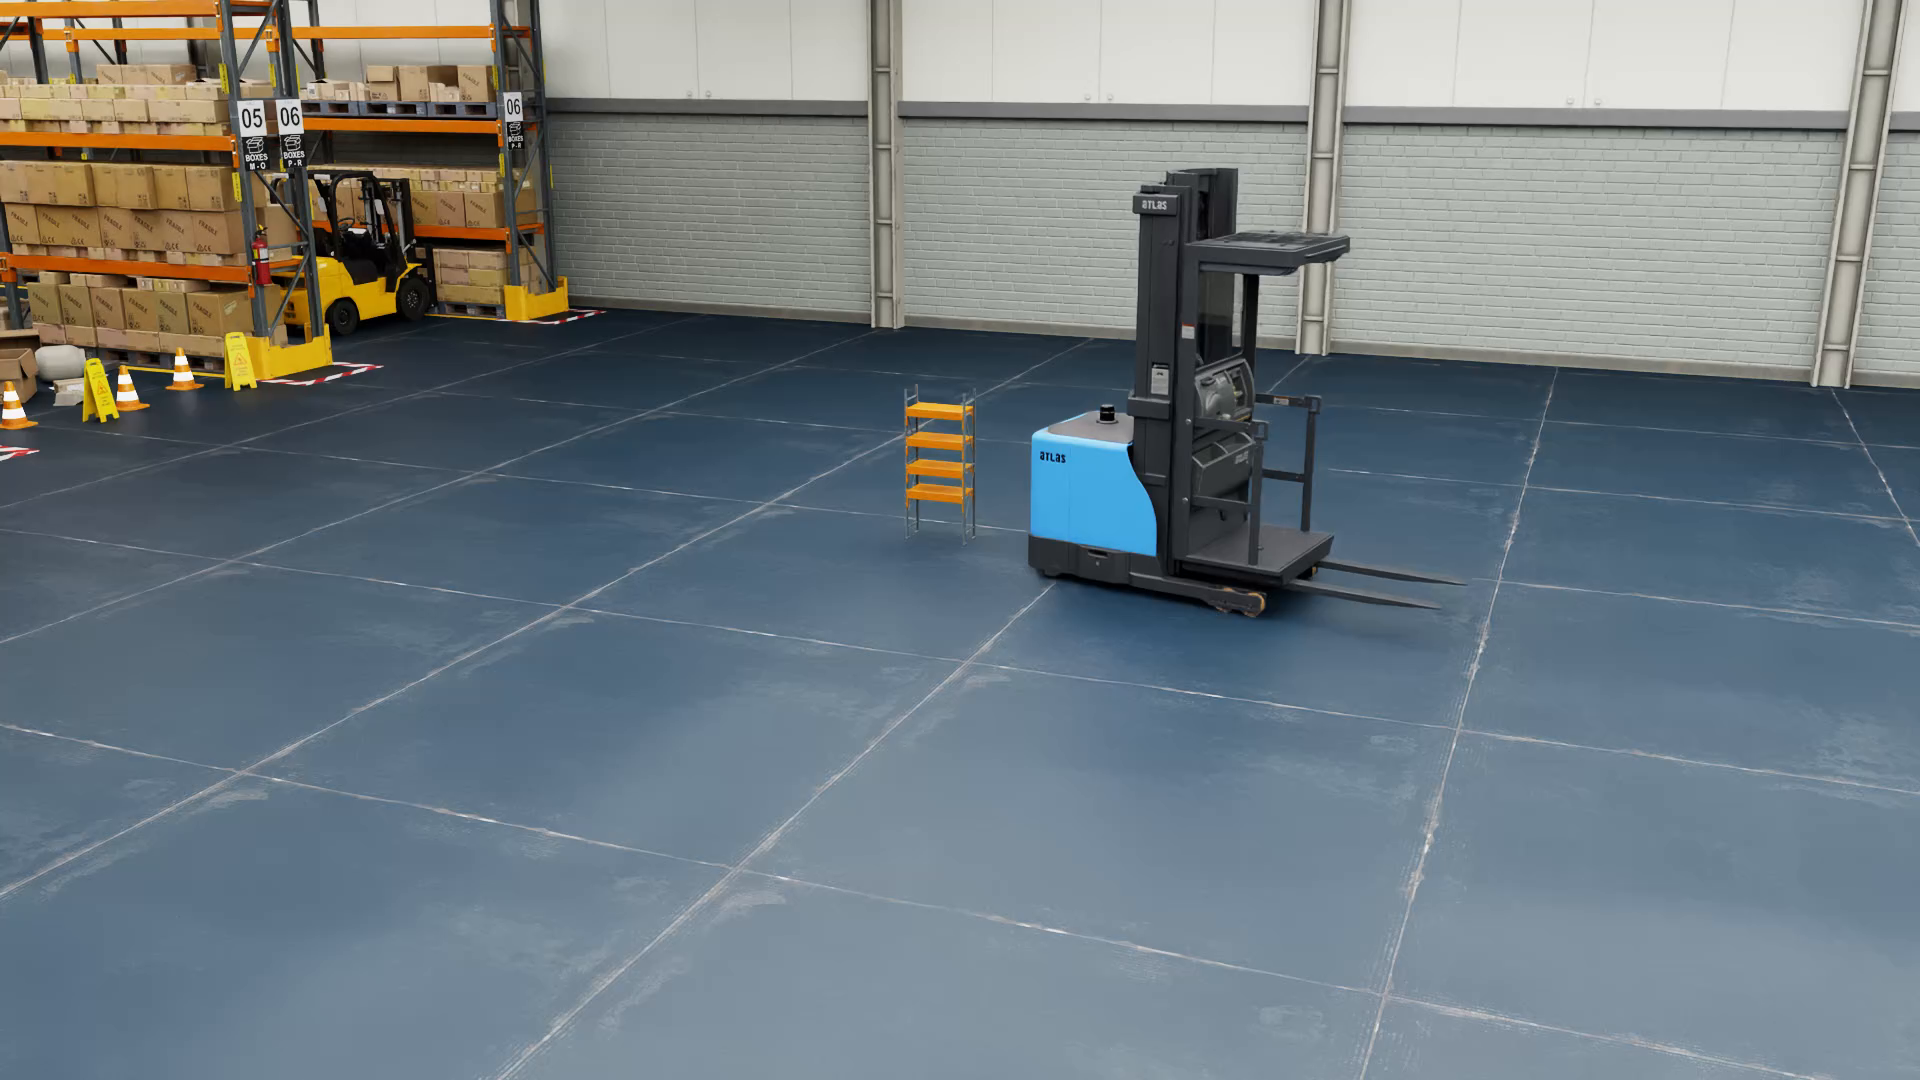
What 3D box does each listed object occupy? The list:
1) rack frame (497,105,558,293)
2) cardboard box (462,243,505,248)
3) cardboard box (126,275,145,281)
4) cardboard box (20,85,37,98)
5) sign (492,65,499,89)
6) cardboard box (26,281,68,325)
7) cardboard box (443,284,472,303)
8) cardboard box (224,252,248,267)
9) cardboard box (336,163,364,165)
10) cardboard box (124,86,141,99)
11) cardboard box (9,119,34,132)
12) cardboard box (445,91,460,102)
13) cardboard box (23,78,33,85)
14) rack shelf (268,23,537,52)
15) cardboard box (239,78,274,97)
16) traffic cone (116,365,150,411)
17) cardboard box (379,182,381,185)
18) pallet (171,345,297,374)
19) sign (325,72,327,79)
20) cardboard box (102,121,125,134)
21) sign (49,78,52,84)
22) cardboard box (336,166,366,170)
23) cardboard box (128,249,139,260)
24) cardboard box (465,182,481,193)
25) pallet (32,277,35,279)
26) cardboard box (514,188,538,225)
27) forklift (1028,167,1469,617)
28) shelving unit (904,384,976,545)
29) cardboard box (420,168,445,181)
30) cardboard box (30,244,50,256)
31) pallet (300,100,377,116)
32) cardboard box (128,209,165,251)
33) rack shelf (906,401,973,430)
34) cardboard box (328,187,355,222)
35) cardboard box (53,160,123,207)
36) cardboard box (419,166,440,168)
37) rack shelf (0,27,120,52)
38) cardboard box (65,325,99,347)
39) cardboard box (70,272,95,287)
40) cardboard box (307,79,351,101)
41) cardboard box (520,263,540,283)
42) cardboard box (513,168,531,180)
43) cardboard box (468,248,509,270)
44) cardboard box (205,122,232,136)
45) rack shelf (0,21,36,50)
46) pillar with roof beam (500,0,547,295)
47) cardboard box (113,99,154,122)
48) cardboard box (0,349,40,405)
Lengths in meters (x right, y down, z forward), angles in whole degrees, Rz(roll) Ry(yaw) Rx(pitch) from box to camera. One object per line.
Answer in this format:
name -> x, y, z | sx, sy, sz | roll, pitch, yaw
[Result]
rack frame -> -6.285, -4.785, 24.277 | 0.127, 3.000, 1.000 | 6, 17, 21
cardboard box -> -7.128, -4.295, 24.974 | 0.500, 0.250, 0.500 | 6, 17, 21
cardboard box -> -10.701, -3.106, 21.325 | 0.500, 0.500, 0.500 | 7, 17, 22
cardboard box -> -11.155, -5.444, 20.187 | 0.250, 0.149, 0.380 | 6, 17, 19
sign -> -6.497, -6.474, 23.267 | 0.005, 0.325, 0.100 | 6, 17, 21
cardboard box -> -11.374, -3.018, 21.022 | 0.500, 0.500, 0.500 | 7, 18, 23
cardboard box -> -7.297, -3.686, 24.669 | 0.500, 0.250, 0.500 | 6, 17, 21
cardboard box -> -8.529, -3.360, 19.817 | 0.250, 0.149, 0.380 | 7, 18, 22
cardboard box -> -9.379, -5.706, 25.573 | 0.250, 0.149, 0.380 | 6, 17, 19
cardboard box -> -9.671, -5.316, 19.745 | 0.250, 0.149, 0.380 | 6, 17, 19
cardboard box -> -11.401, -5.089, 20.394 | 0.250, 0.149, 0.380 | 6, 17, 21
cardboard box -> -7.167, -6.361, 23.842 | 0.250, 0.149, 0.380 | 6, 17, 19
cardboard box -> -14.848, -7.370, 26.822 | 0.250, 0.149, 0.380 | 6, 17, 20
rack shelf -> -8.145, -7.334, 24.302 | 4.000, 0.370, 1.077 | 6, 17, 21
cardboard box -> -10.768, -6.853, 25.246 | 0.500, 0.311, 0.500 | 6, 17, 19
traffic cone -> -9.067, -1.666, 18.083 | 0.334, 0.463, 0.336 | 6, 17, 21
cardboard box -> -8.625, -5.315, 24.758 | 0.250, 0.149, 0.380 | 6, 17, 19
pallet -> -8.916, -2.259, 20.575 | 1.213, 0.211, 1.003 | 6, 17, 21
sign -> -9.803, -7.066, 25.682 | 0.005, 0.325, 0.100 | 6, 17, 21
cardboard box -> -9.982, -4.927, 19.836 | 0.250, 0.149, 0.380 | 6, 17, 20
sign -> -11.631, -5.737, 21.248 | 0.005, 0.325, 0.100 | 6, 17, 21
cardboard box -> -9.099, -5.507, 24.888 | 0.250, 0.149, 0.380 | 7, 17, 22
cardboard box -> -9.944, -3.521, 20.373 | 0.250, 0.149, 0.380 | 6, 17, 21
cardboard box -> -6.959, -5.126, 24.108 | 0.250, 0.149, 0.380 | 7, 17, 22
pallet -> -16.677, -4.600, 28.642 | 1.213, 0.211, 1.003 | 6, 17, 21
cardboard box -> -6.643, -4.956, 24.686 | 0.500, 0.500, 0.500 | 7, 18, 22
forklift -> 2.026, -1.050, 11.534 | 3.031, 2.935, 1.130 | 10, 19, 31
shelving unit -> -0.154, -0.593, 13.065 | 0.503, 1.200, 0.258 | 6, 17, 21
cardboard box -> -7.677, -5.349, 24.343 | 0.250, 0.149, 0.380 | 7, 18, 22
cardboard box -> -11.394, -3.658, 20.846 | 0.250, 0.149, 0.380 | 7, 18, 22
pallet -> -9.203, -6.512, 25.003 | 1.213, 0.211, 1.003 | 6, 17, 21
cardboard box -> -9.637, -3.777, 20.091 | 0.500, 0.500, 0.500 | 6, 17, 20
rack shelf -> -0.154, -0.971, 12.955 | 0.480, 0.148, 0.258 | 6, 17, 21
cardboard box -> -9.198, -5.081, 25.114 | 0.500, 0.500, 0.500 | 7, 17, 22
cardboard box -> -10.569, -4.360, 20.307 | 0.500, 0.500, 0.700 | 6, 17, 19
cardboard box -> -7.947, -5.543, 25.011 | 0.250, 0.149, 0.380 | 6, 17, 21
rack shelf -> -15.587, -8.152, 27.121 | 4.000, 0.370, 1.077 | 6, 17, 21
cardboard box -> -10.873, -2.606, 20.949 | 0.500, 0.250, 0.500 | 7, 18, 24
cardboard box -> -10.801, -3.249, 20.655 | 0.250, 0.149, 0.380 | 7, 18, 23
cardboard box -> -9.321, -6.694, 24.698 | 0.500, 0.311, 0.500 | 7, 17, 22
cardboard box -> -6.646, -4.009, 24.884 | 0.500, 0.250, 0.500 | 7, 17, 22
cardboard box -> -6.519, -5.378, 24.441 | 0.250, 0.149, 0.380 | 6, 17, 20
cardboard box -> -6.827, -4.113, 24.346 | 0.500, 0.250, 0.500 | 7, 18, 22
cardboard box -> -8.537, -4.782, 19.334 | 0.250, 0.149, 0.380 | 6, 17, 21
rack shelf -> -13.684, -6.455, 21.275 | 4.000, 0.370, 1.077 | 6, 17, 21
pillar with roof beam -> -8.181, -6.855, 20.645 | 0.400, 9.000, 9.100 | 6, 17, 21
cardboard box -> -9.629, -5.095, 19.699 | 0.500, 0.250, 0.500 | 7, 18, 22
cardboard box -> -10.665, -1.822, 18.547 | 0.637, 0.503, 0.797 | -5, 17, -18
